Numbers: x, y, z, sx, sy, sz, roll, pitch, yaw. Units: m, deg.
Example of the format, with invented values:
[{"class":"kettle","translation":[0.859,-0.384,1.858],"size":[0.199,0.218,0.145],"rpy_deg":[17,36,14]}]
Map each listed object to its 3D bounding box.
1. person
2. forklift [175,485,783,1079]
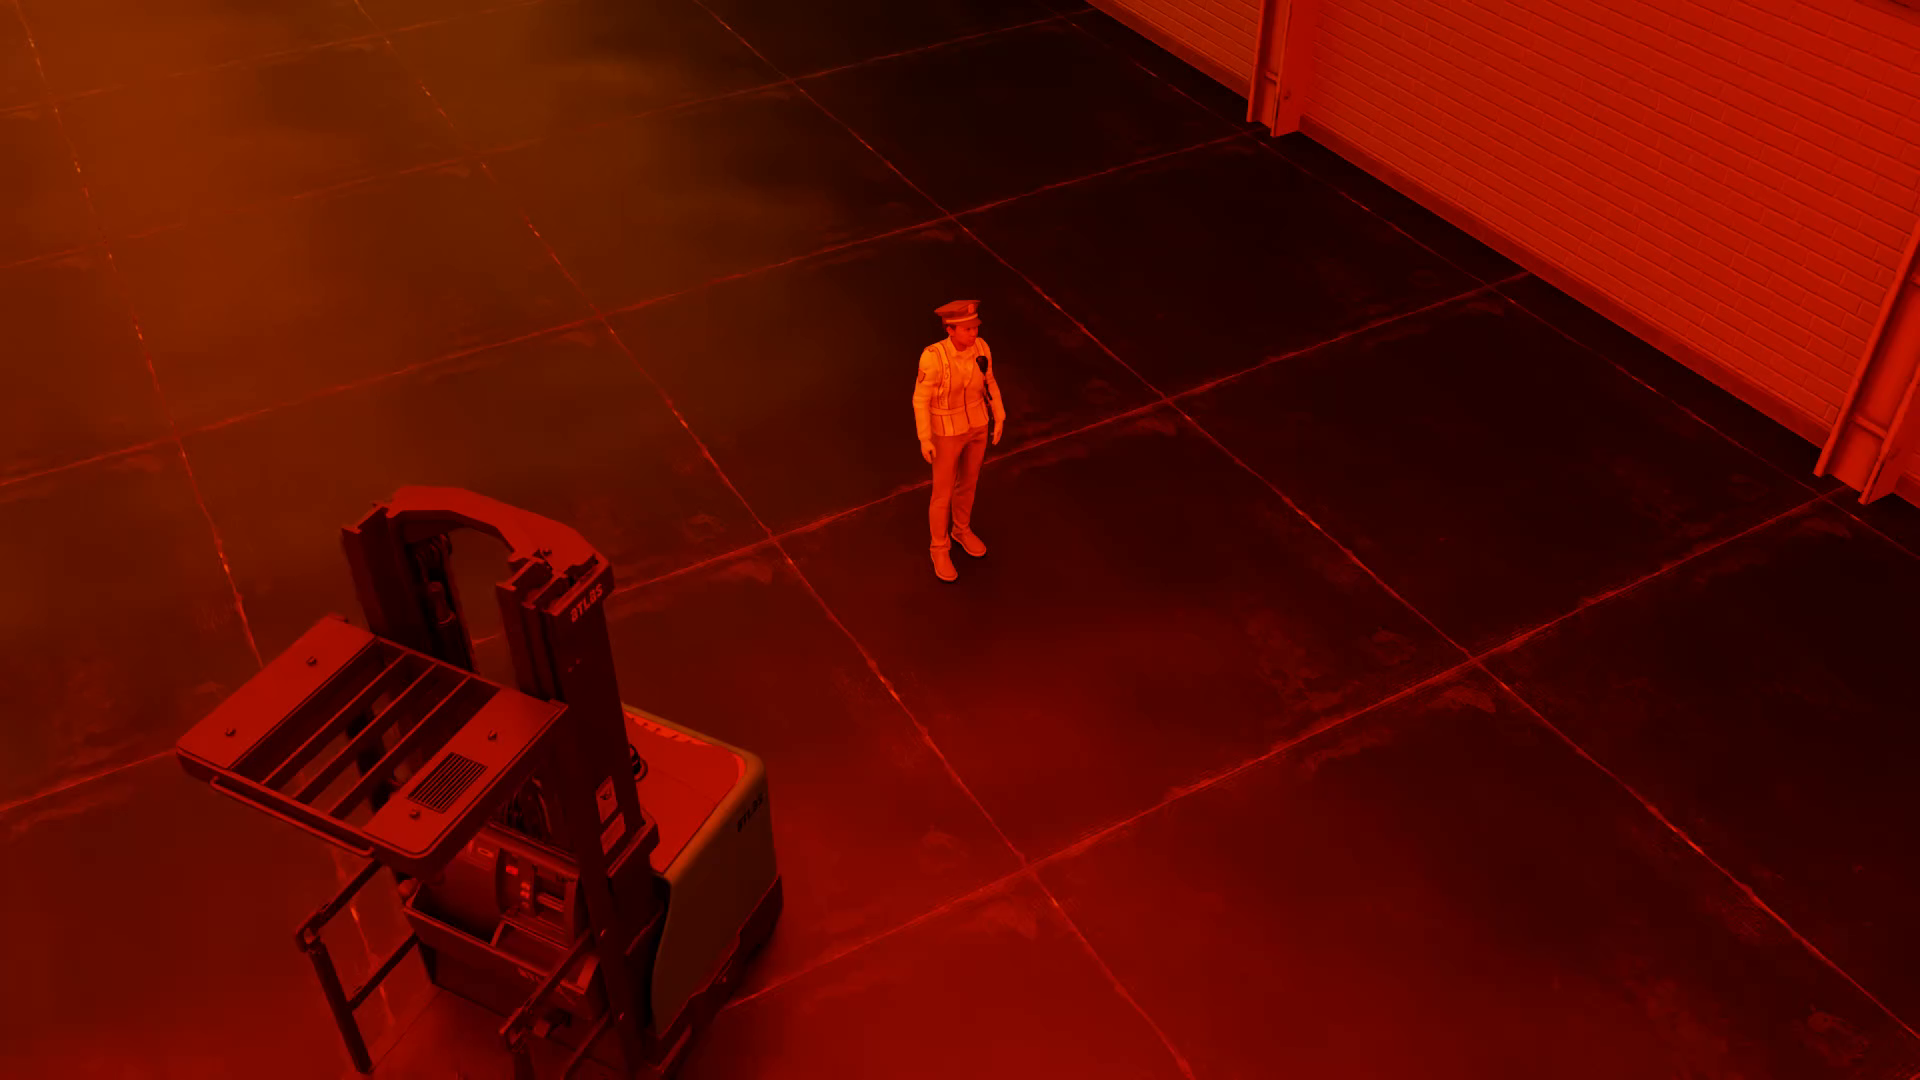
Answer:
[{"class":"person","translation":[0.029,-0.618,9.738],"size":[0.587,1.695,0.531],"rpy_deg":[-20,44,-23]},{"class":"forklift","translation":[-1.970,1.381,6.371],"size":[1.130,2.935,3.031],"rpy_deg":[18,43,20]}]
